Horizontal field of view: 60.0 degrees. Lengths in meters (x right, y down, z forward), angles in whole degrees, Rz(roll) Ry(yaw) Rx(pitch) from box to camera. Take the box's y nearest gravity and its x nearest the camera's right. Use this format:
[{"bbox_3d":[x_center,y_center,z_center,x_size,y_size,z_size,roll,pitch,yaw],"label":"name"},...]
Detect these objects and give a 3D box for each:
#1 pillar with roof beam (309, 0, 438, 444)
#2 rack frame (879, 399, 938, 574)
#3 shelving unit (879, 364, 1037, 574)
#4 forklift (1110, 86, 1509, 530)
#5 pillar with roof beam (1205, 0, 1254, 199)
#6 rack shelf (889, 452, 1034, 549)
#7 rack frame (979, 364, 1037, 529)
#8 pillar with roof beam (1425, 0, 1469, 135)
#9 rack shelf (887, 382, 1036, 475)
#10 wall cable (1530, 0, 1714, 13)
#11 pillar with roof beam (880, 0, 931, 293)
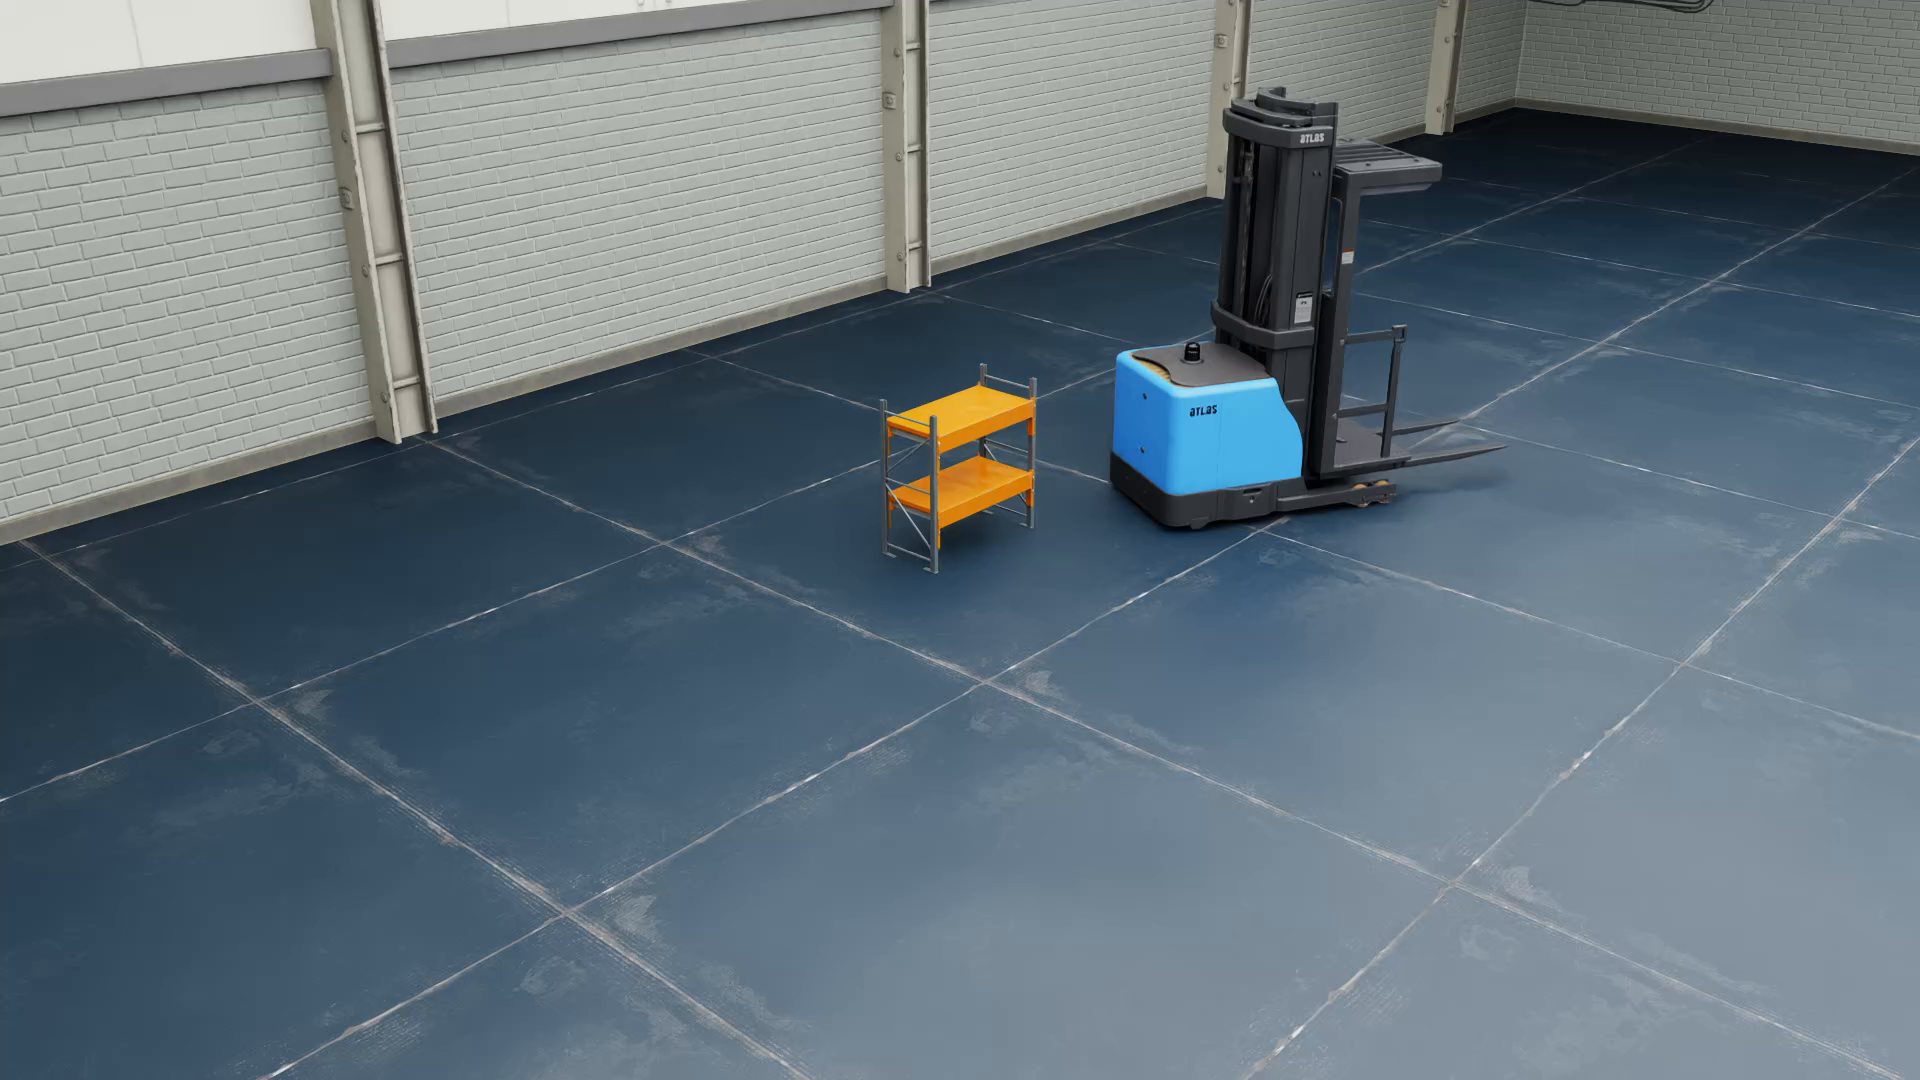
[{"bbox_3d":[-1.351,-3.809,9.247,9.100,9.000,0.400,20,31,38],"label":"pillar with roof beam"},{"bbox_3d":[-0.344,-0.356,11.170,0.500,1.125,0.032,20,31,38],"label":"rack frame"},{"bbox_3d":[-0.005,-0.511,11.515,0.538,1.125,1.048,20,31,38],"label":"shelving unit"},{"bbox_3d":[2.704,-1.772,12.120,3.031,2.935,1.130,-9,26,-19],"label":"forklift"},{"bbox_3d":[6.658,-7.465,17.401,9.100,9.000,0.400,20,31,38],"label":"pillar with roof beam"},{"bbox_3d":[-0.005,-0.288,11.615,0.538,0.278,1.000,20,31,38],"label":"rack shelf"},{"bbox_3d":[0.335,-0.666,11.861,0.500,1.125,0.032,20,31,38],"label":"rack frame"},{"bbox_3d":[10.663,-9.293,21.478,9.100,9.000,0.400,20,31,38],"label":"pillar with roof beam"},{"bbox_3d":[-0.005,-0.778,11.396,0.538,0.278,1.000,20,31,38],"label":"rack shelf"},{"bbox_3d":[10.408,-9.589,25.932,3.097,2.526,0.112,20,31,38],"label":"wall cable"},{"bbox_3d":[2.654,-5.637,13.324,9.100,9.000,0.400,20,31,38],"label":"pillar with roof beam"}]
